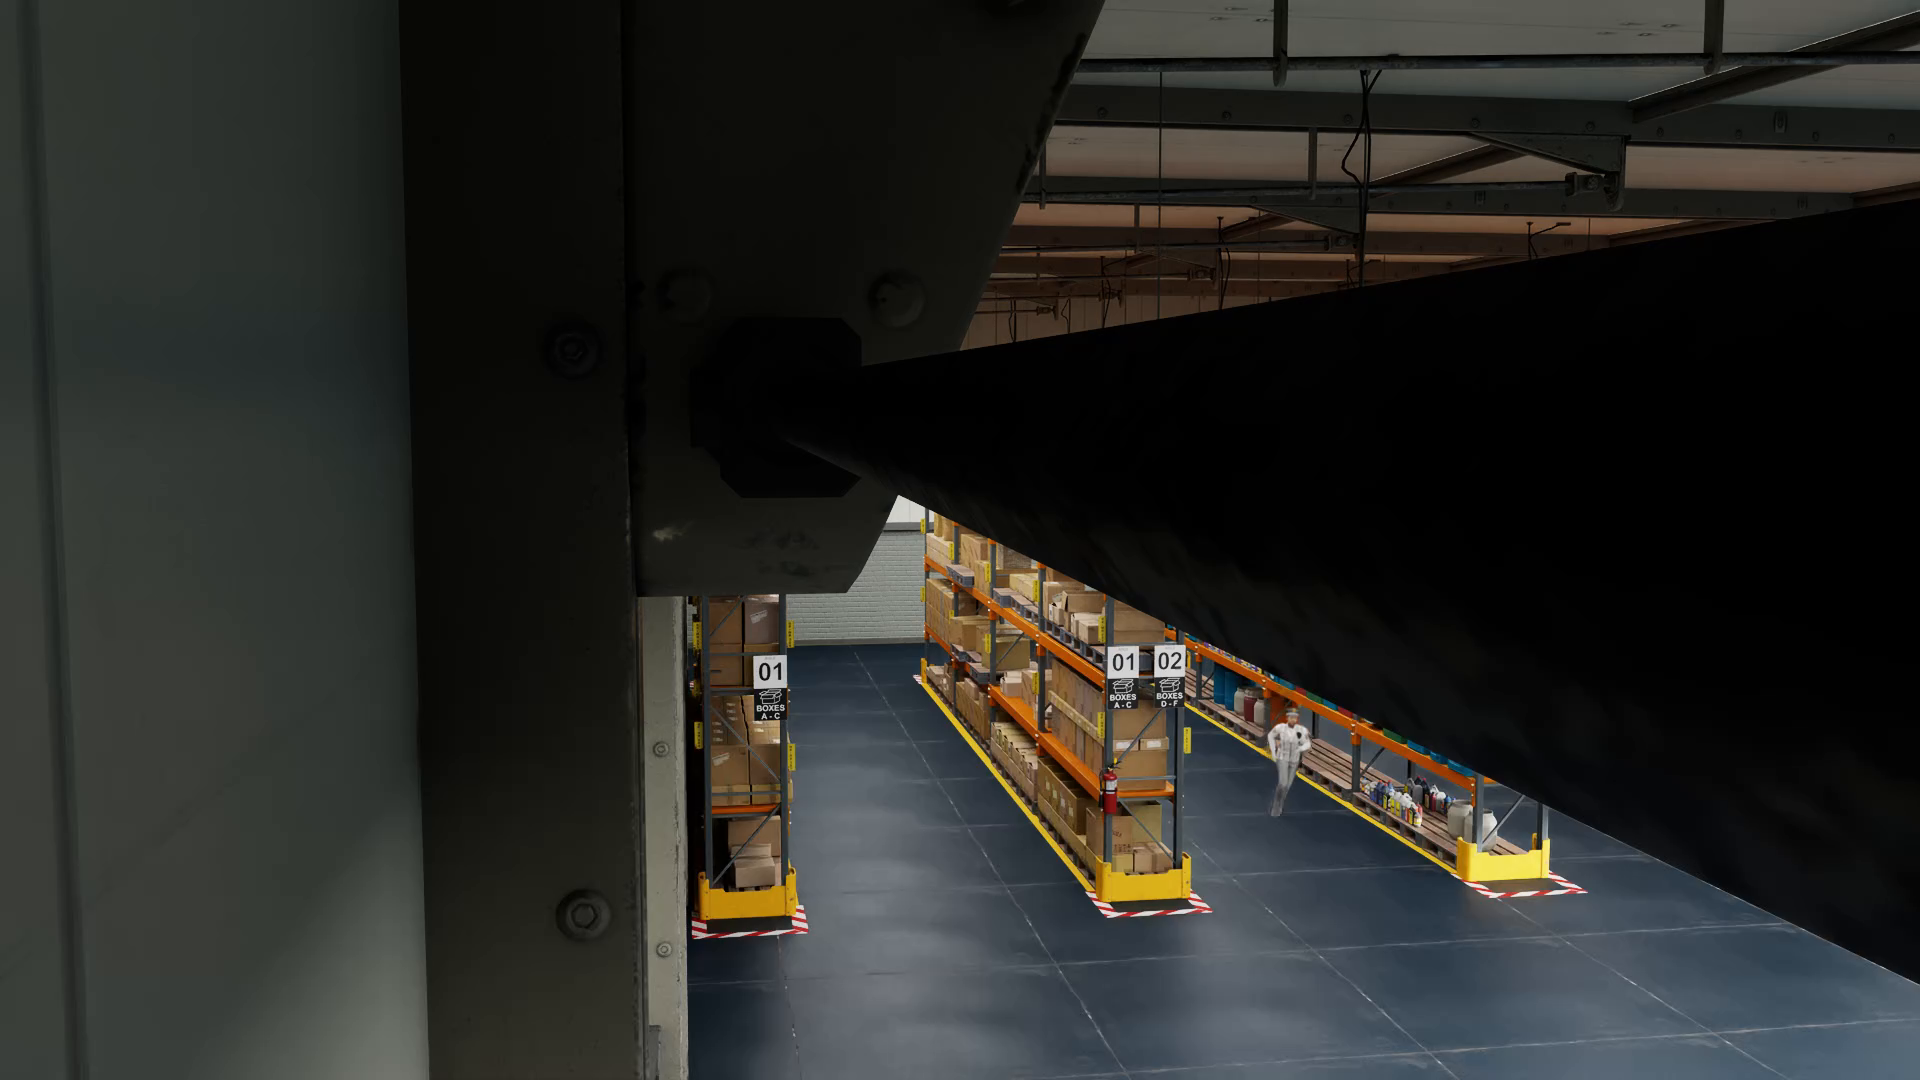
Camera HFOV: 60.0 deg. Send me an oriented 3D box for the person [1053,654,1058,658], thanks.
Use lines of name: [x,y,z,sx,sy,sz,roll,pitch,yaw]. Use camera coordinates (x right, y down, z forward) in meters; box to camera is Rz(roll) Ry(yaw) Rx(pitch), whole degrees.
person: [2.168,2.620,33.084,0.656,1.667,0.807,-1,5,-16]

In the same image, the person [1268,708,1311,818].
person: [4.932,3.329,24.866,0.595,1.709,0.708,0,5,-1]
